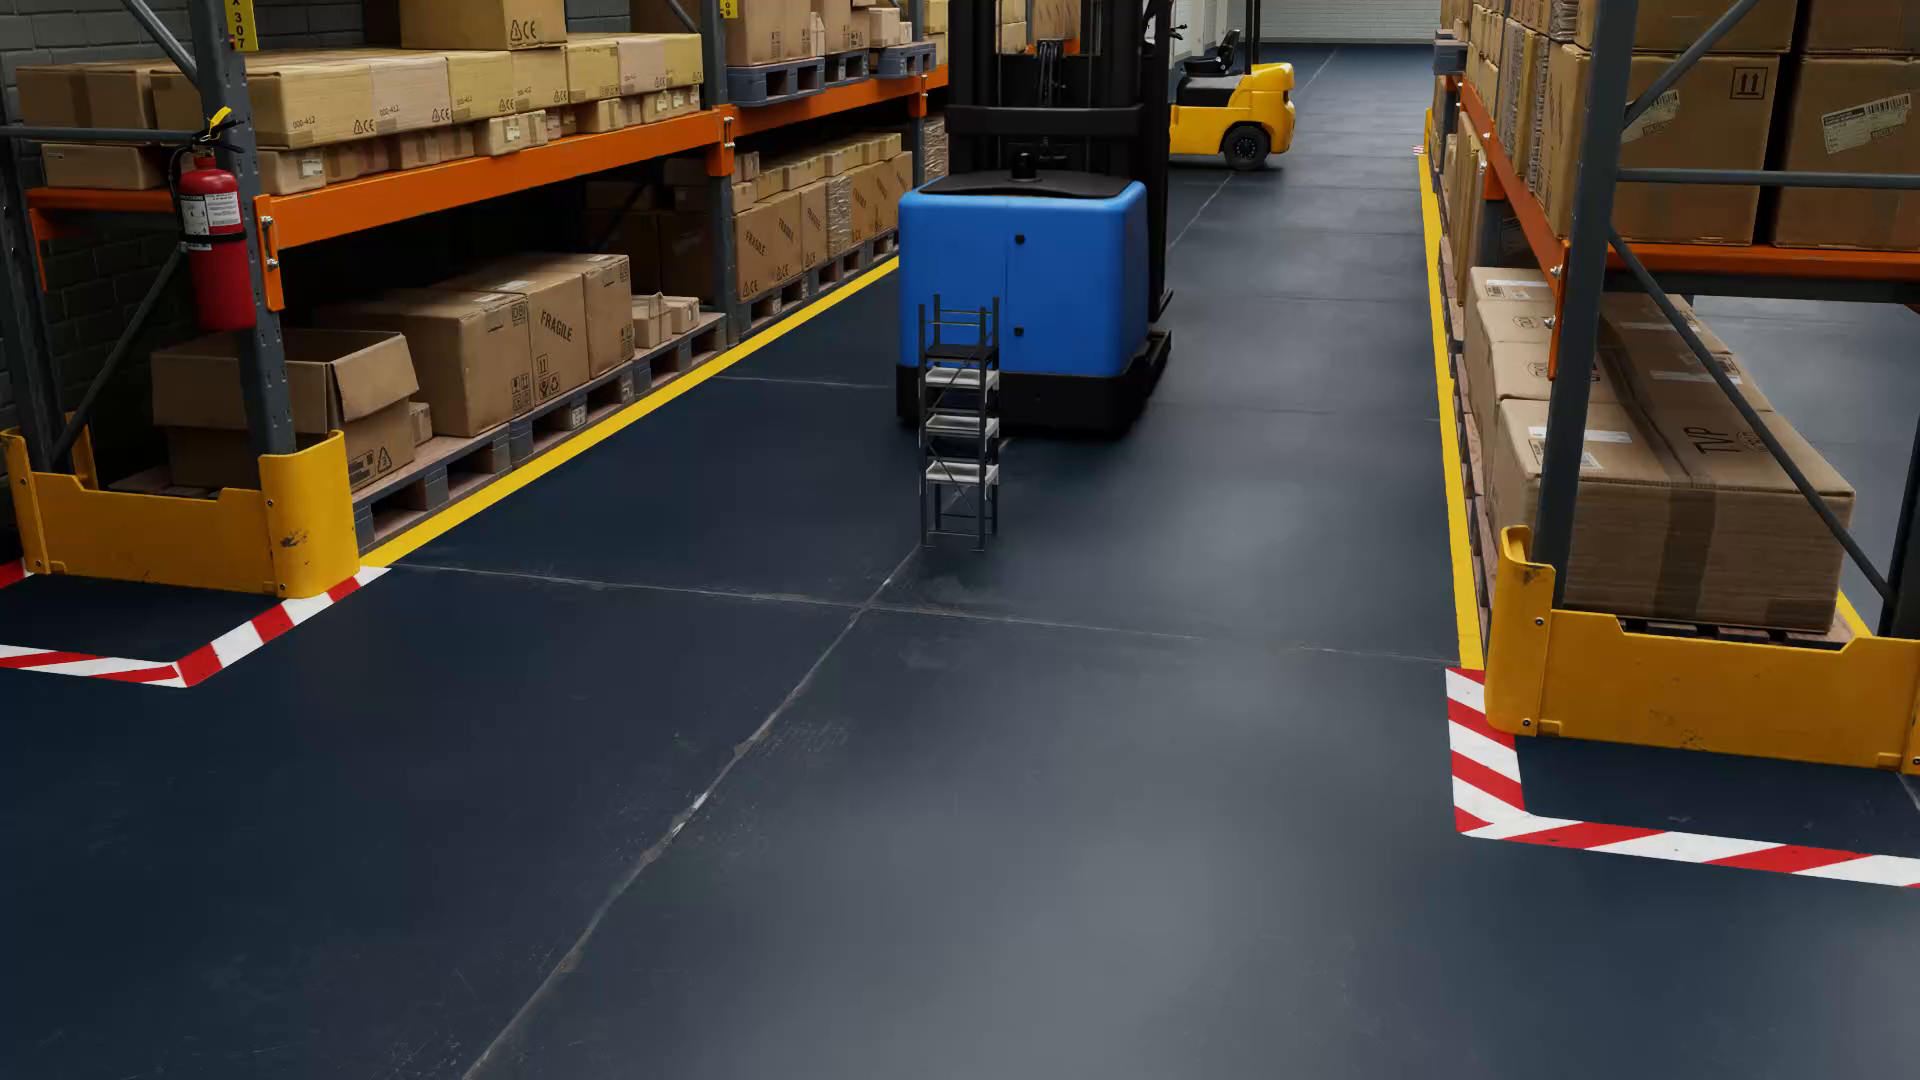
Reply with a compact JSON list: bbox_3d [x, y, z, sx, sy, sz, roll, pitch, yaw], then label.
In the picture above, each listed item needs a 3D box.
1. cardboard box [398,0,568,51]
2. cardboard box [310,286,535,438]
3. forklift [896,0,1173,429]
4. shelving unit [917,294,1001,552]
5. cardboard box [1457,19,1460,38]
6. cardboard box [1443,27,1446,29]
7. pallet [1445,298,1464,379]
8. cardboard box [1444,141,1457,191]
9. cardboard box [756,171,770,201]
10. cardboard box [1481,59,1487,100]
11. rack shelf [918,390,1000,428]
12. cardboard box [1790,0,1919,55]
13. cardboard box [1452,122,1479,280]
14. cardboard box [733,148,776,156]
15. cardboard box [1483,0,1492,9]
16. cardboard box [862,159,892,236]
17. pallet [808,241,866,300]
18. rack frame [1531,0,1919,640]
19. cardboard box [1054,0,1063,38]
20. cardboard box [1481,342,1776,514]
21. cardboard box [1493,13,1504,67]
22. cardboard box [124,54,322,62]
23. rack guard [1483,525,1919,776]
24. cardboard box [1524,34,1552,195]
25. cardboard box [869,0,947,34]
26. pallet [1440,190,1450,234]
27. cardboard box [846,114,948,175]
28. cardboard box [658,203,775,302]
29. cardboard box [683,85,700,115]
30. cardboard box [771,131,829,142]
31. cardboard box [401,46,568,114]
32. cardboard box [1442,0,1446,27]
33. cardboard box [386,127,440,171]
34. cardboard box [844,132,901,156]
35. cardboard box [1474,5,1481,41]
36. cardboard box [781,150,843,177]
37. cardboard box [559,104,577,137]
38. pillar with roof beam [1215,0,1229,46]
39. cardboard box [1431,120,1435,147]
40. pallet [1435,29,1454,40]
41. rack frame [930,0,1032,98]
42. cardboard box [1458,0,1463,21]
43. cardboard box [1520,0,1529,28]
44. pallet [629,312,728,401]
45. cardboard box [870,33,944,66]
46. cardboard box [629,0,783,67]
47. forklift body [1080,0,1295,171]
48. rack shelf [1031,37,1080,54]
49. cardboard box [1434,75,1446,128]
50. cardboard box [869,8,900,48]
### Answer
[{"bbox_3d":[-1.992,-2.307,6.914,0.500,0.500,0.500,5,20,15],"label":"cardboard box"},{"bbox_3d":[-2.242,-0.756,6.979,0.700,0.500,0.500,5,20,16],"label":"cardboard box"},{"bbox_3d":[0.536,-2.318,8.440,1.130,2.935,3.031,4,19,12],"label":"forklift"},{"bbox_3d":[-0.002,-0.423,6.035,0.258,0.900,0.210,5,19,13],"label":"shelving unit"},{"bbox_3d":[3.974,-3.860,12.586,0.380,0.149,0.250,4,19,11],"label":"cardboard box"},{"bbox_3d":[5.412,-5.474,17.961,0.380,0.149,0.250,5,19,14],"label":"cardboard box"},{"bbox_3d":[3.177,-1.083,9.031,1.003,0.211,1.213,5,19,13],"label":"pallet"},{"bbox_3d":[4.718,-3.227,14.410,0.950,0.372,0.625,6,20,17],"label":"cardboard box"},{"bbox_3d":[-1.363,-2.134,10.008,0.380,0.149,0.250,4,19,11],"label":"cardboard box"},{"bbox_3d":[3.194,-2.560,9.274,0.500,0.250,0.500,4,19,12],"label":"cardboard box"},{"bbox_3d":[-0.002,-0.477,6.016,0.258,0.077,0.200,5,19,13],"label":"rack shelf"},{"bbox_3d":[2.478,-1.549,4.381,0.500,0.500,0.500,4,19,12],"label":"cardboard box"},{"bbox_3d":[3.568,-2.112,10.368,0.875,0.875,0.875,5,19,14],"label":"cardboard box"},{"bbox_3d":[-1.469,-2.573,11.295,0.380,0.149,0.250,5,19,14],"label":"cardboard box"},{"bbox_3d":[3.302,-3.318,9.560,0.500,0.500,0.500,5,19,14],"label":"cardboard box"},{"bbox_3d":[-0.802,-2.509,12.111,0.500,0.500,0.500,4,19,13],"label":"cardboard box"},{"bbox_3d":[-1.294,-1.867,11.328,1.003,0.211,1.213,5,19,13],"label":"pallet"},{"bbox_3d":[2.084,-0.901,4.184,1.000,3.000,0.127,5,19,13],"label":"rack frame"},{"bbox_3d":[0.798,-5.542,17.617,0.500,0.500,0.500,4,19,13],"label":"cardboard box"},{"bbox_3d":[2.364,-0.389,6.001,0.875,0.438,0.875,5,20,15],"label":"cardboard box"},{"bbox_3d":[2.934,-2.477,8.259,0.500,0.250,0.500,5,19,13],"label":"cardboard box"},{"bbox_3d":[-2.748,-1.688,6.261,0.500,0.250,0.500,5,19,14],"label":"cardboard box"},{"bbox_3d":[2.078,0.290,4.566,1.175,0.500,0.348,5,19,13],"label":"rack guard"},{"bbox_3d":[2.199,-1.438,5.603,0.500,0.500,0.500,5,20,15],"label":"cardboard box"},{"bbox_3d":[-0.406,-4.082,12.958,0.500,0.250,0.500,5,19,13],"label":"cardboard box"},{"bbox_3d":[4.531,-2.715,13.808,1.003,0.211,1.213,5,19,13],"label":"pallet"},{"bbox_3d":[-0.458,-3.274,14.156,0.875,0.625,0.625,5,20,15],"label":"cardboard box"},{"bbox_3d":[-1.416,-1.695,9.727,0.500,0.500,0.500,6,20,16],"label":"cardboard box"},{"bbox_3d":[-1.585,-2.306,8.688,0.380,0.149,0.250,5,19,14],"label":"cardboard box"},{"bbox_3d":[-1.205,-2.983,12.494,0.380,0.149,0.250,6,20,16],"label":"cardboard box"},{"bbox_3d":[-2.010,-1.961,7.061,0.500,0.250,0.500,4,19,12],"label":"cardboard box"},{"bbox_3d":[5.362,-5.655,17.487,0.500,0.500,0.500,4,19,12],"label":"cardboard box"},{"bbox_3d":[-2.214,-1.497,6.318,0.380,0.149,0.250,5,20,15],"label":"cardboard box"},{"bbox_3d":[-0.650,-2.947,12.389,0.380,0.149,0.250,4,19,11],"label":"cardboard box"},{"bbox_3d":[3.548,-3.273,10.586,0.500,0.250,0.500,5,20,15],"label":"cardboard box"},{"bbox_3d":[-1.001,-2.534,11.178,0.380,0.149,0.250,4,19,11],"label":"cardboard box"},{"bbox_3d":[-1.965,-1.905,7.514,0.380,0.149,0.250,5,19,14],"label":"cardboard box"},{"bbox_3d":[11.640,-18.061,45.144,9.100,9.000,0.400,5,19,13],"label":"pillar with roof beam"},{"bbox_3d":[5.396,-4.423,18.100,0.500,0.250,0.500,5,20,15],"label":"cardboard box"},{"bbox_3d":[4.688,-4.343,14.559,1.003,0.211,1.213,5,19,13],"label":"pallet"},{"bbox_3d":[0.202,-5.053,16.340,1.000,3.000,0.127,5,19,13],"label":"rack frame"},{"bbox_3d":[3.996,-4.122,12.351,0.500,0.500,0.500,4,19,13],"label":"cardboard box"},{"bbox_3d":[2.445,-2.227,6.366,0.500,0.500,0.500,5,19,14],"label":"cardboard box"},{"bbox_3d":[-1.921,-1.010,8.819,1.003,0.211,1.213,5,19,13],"label":"pallet"},{"bbox_3d":[-0.430,-3.848,13.044,0.500,0.250,0.500,5,19,14],"label":"cardboard box"},{"bbox_3d":[-1.417,-2.925,9.307,0.700,0.500,0.500,5,20,15],"label":"cardboard box"},{"bbox_3d":[2.485,-5.166,17.986,2.313,2.155,1.214,5,19,13],"label":"forklift body"},{"bbox_3d":[0.691,-5.339,18.291,1.077,0.370,4.000,5,19,13],"label":"rack shelf"},{"bbox_3d":[5.269,-4.609,17.484,0.500,0.500,0.500,5,19,14],"label":"cardboard box"},{"bbox_3d":[-0.719,-3.570,11.583,0.500,0.250,0.500,4,19,11],"label":"cardboard box"}]
